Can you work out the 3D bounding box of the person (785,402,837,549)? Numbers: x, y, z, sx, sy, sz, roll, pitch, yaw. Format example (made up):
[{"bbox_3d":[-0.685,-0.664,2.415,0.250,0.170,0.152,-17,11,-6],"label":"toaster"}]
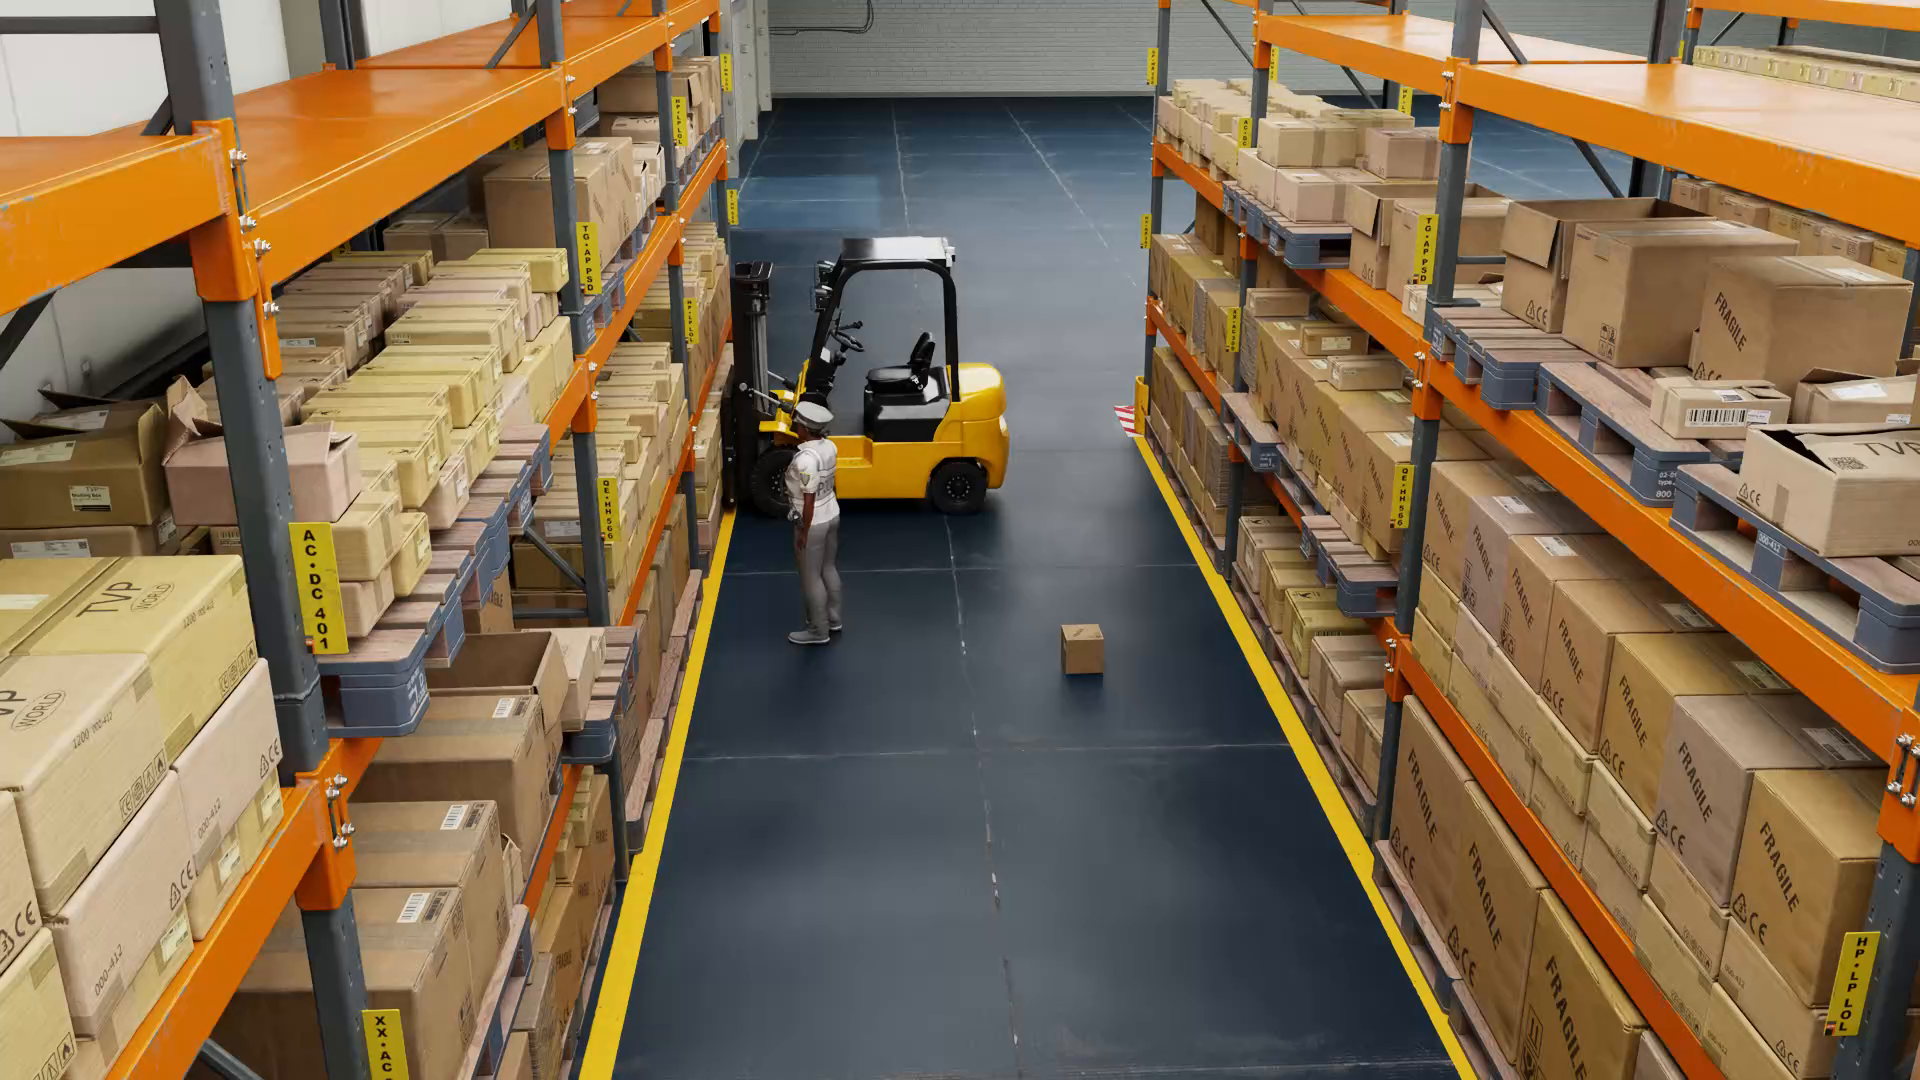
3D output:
[{"bbox_3d":[-0.999,-0.448,11.228,0.307,0.978,0.435,7,22,19],"label":"person"}]
